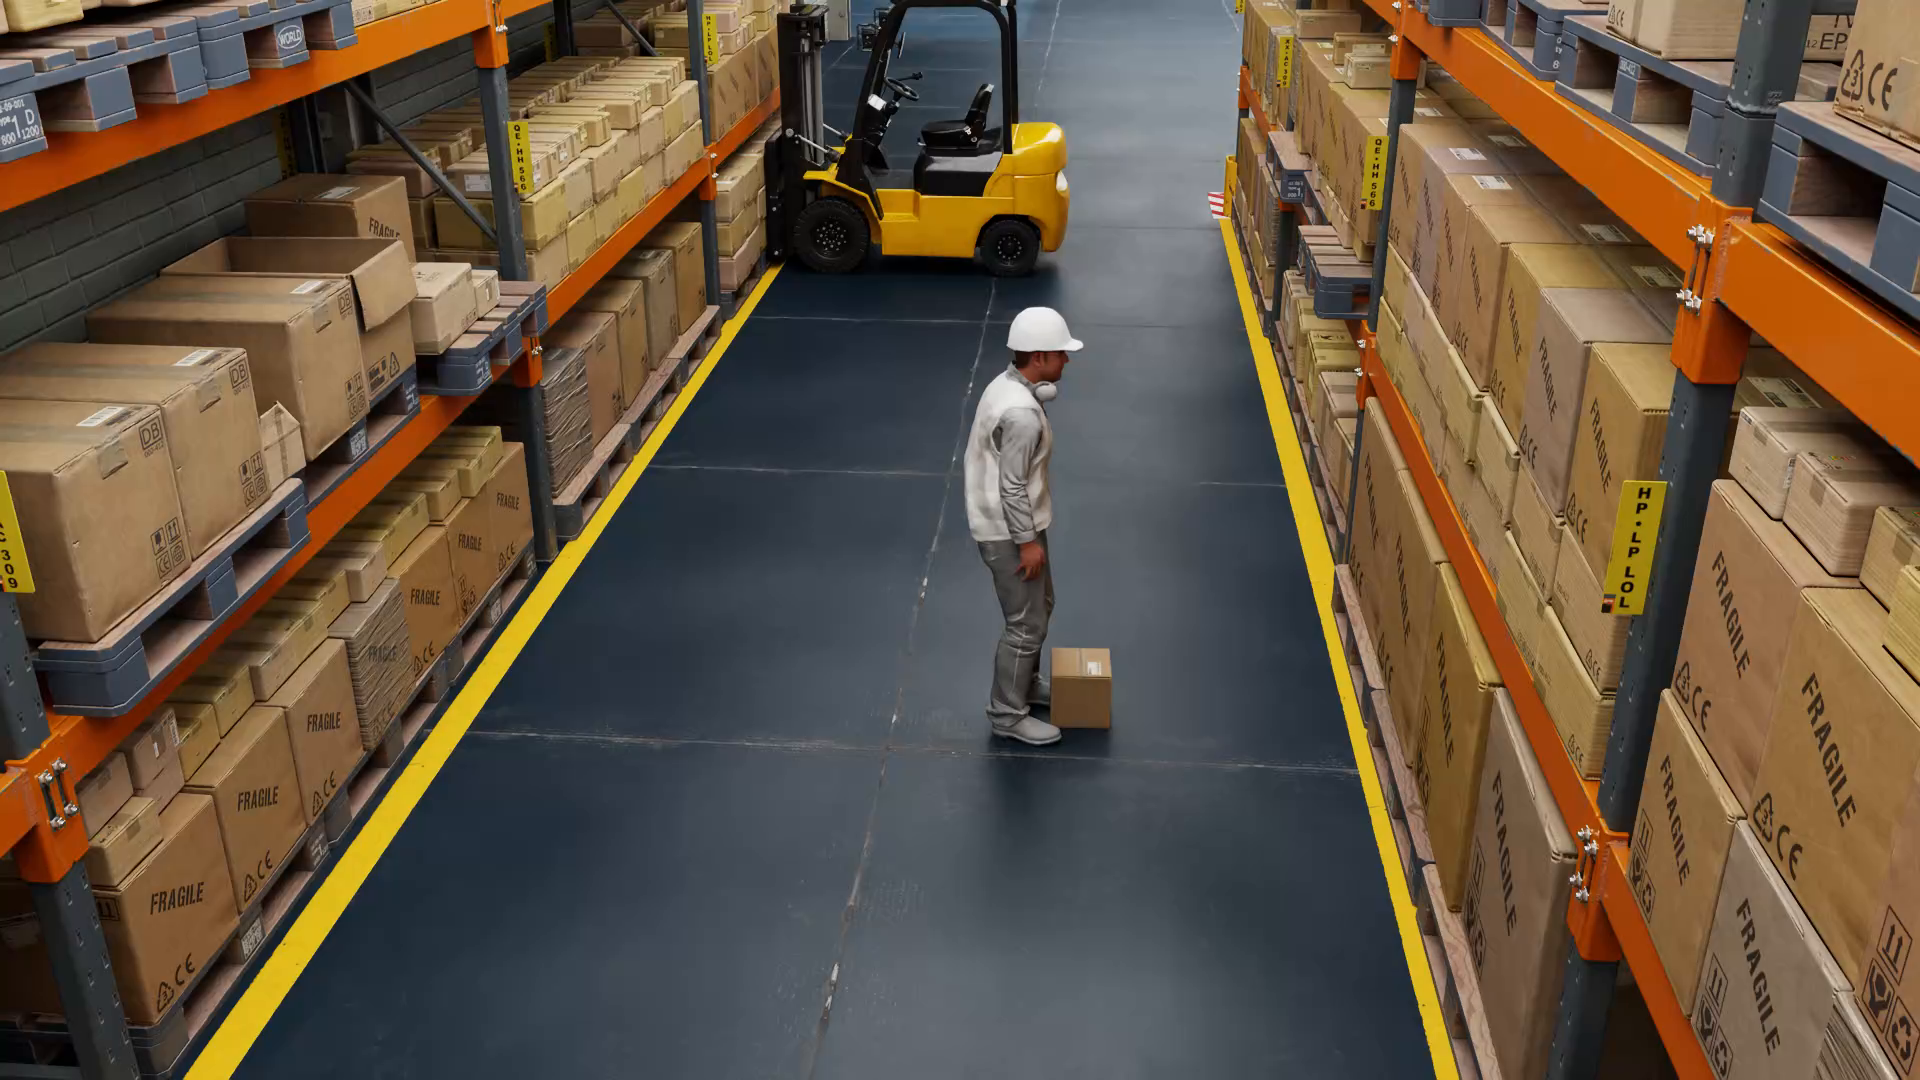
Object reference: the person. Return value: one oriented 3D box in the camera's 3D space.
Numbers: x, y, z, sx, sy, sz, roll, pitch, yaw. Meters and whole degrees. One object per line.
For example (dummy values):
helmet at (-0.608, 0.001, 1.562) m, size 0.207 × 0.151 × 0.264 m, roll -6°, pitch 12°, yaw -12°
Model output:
person at (0.252, -0.072, 6.736) m, size 0.476 × 1.767 × 0.587 m, roll 0°, pitch 24°, yaw 1°
